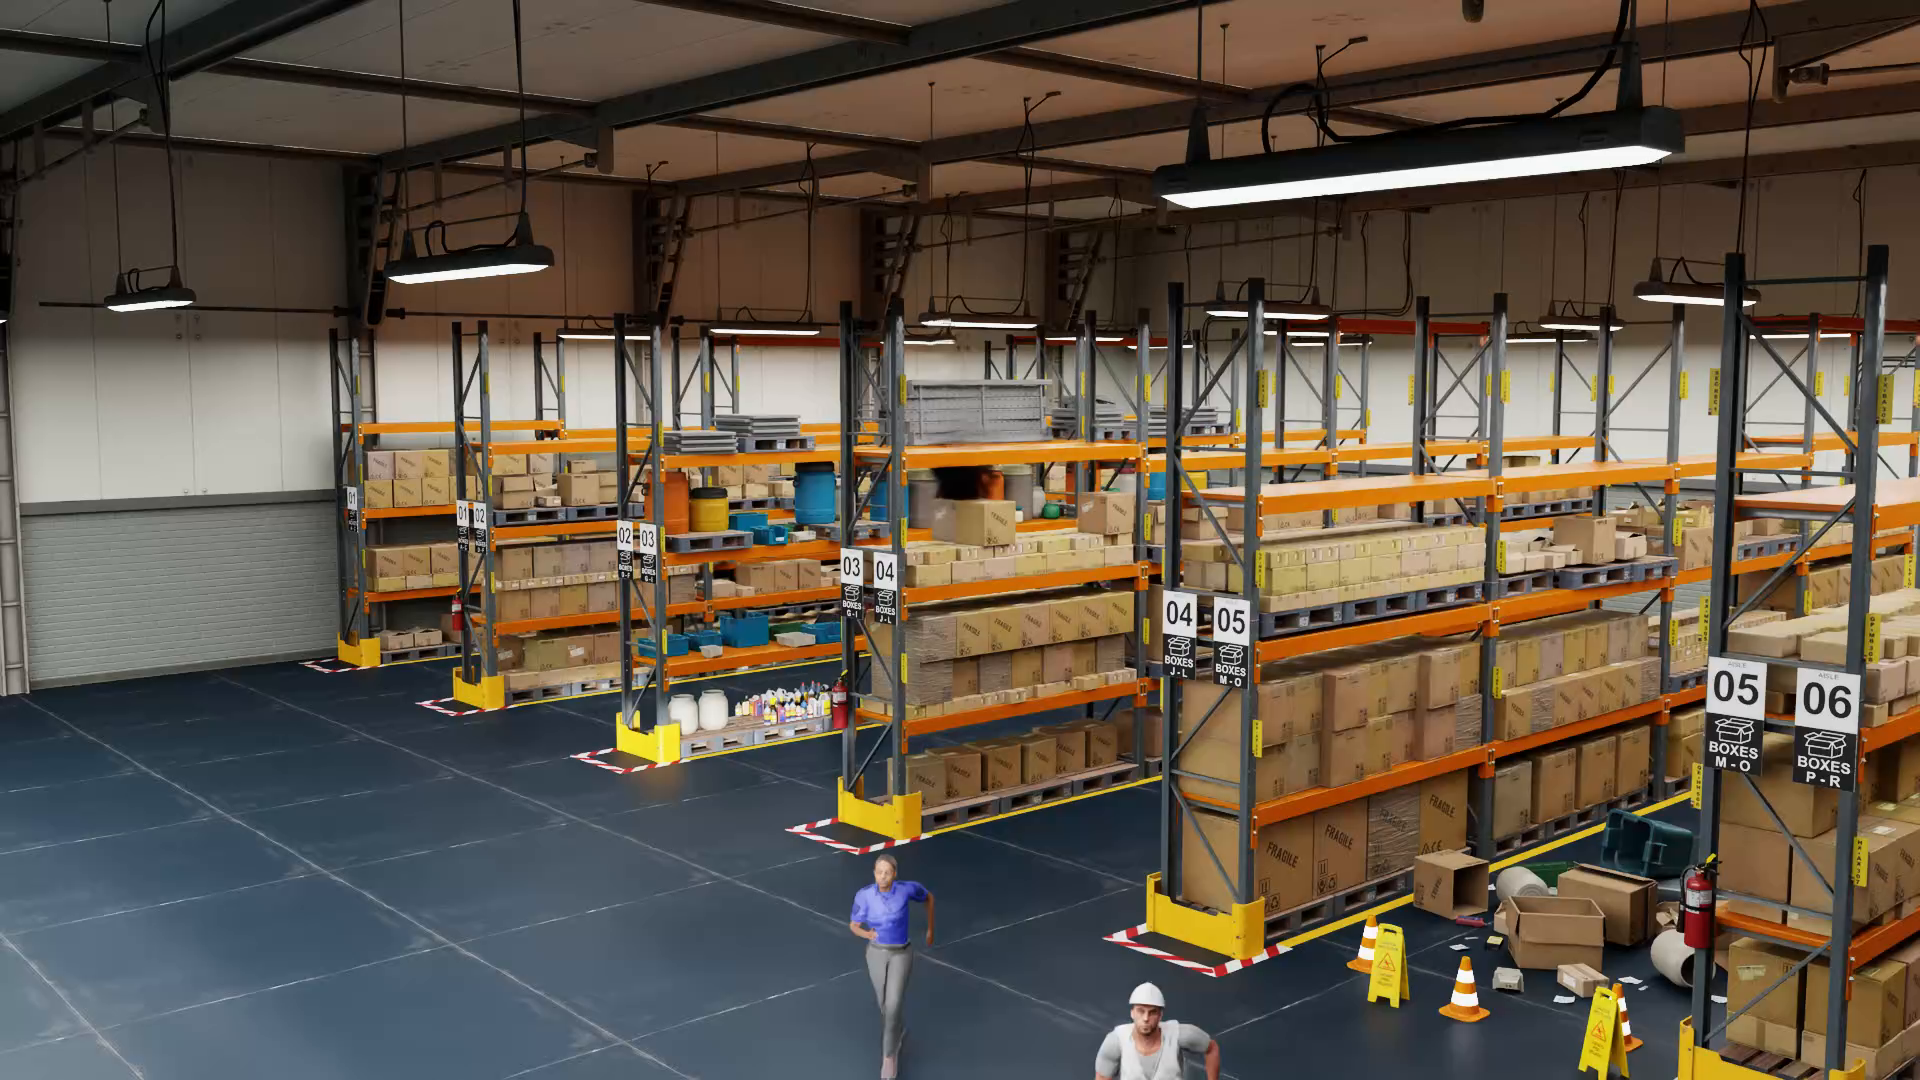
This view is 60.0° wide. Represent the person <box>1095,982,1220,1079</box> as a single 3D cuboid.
[{"bbox_3d":[1.112,3.364,9.466,0.707,1.728,0.657,1,6,11],"label":"person"}]

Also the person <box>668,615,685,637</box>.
[{"bbox_3d":[-5.226,1.321,30.505,0.753,1.748,0.594,-5,7,-40],"label":"person"}]

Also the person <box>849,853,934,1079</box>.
[{"bbox_3d":[-0.509,3.133,12.394,0.599,1.680,0.828,1,6,7],"label":"person"}]
